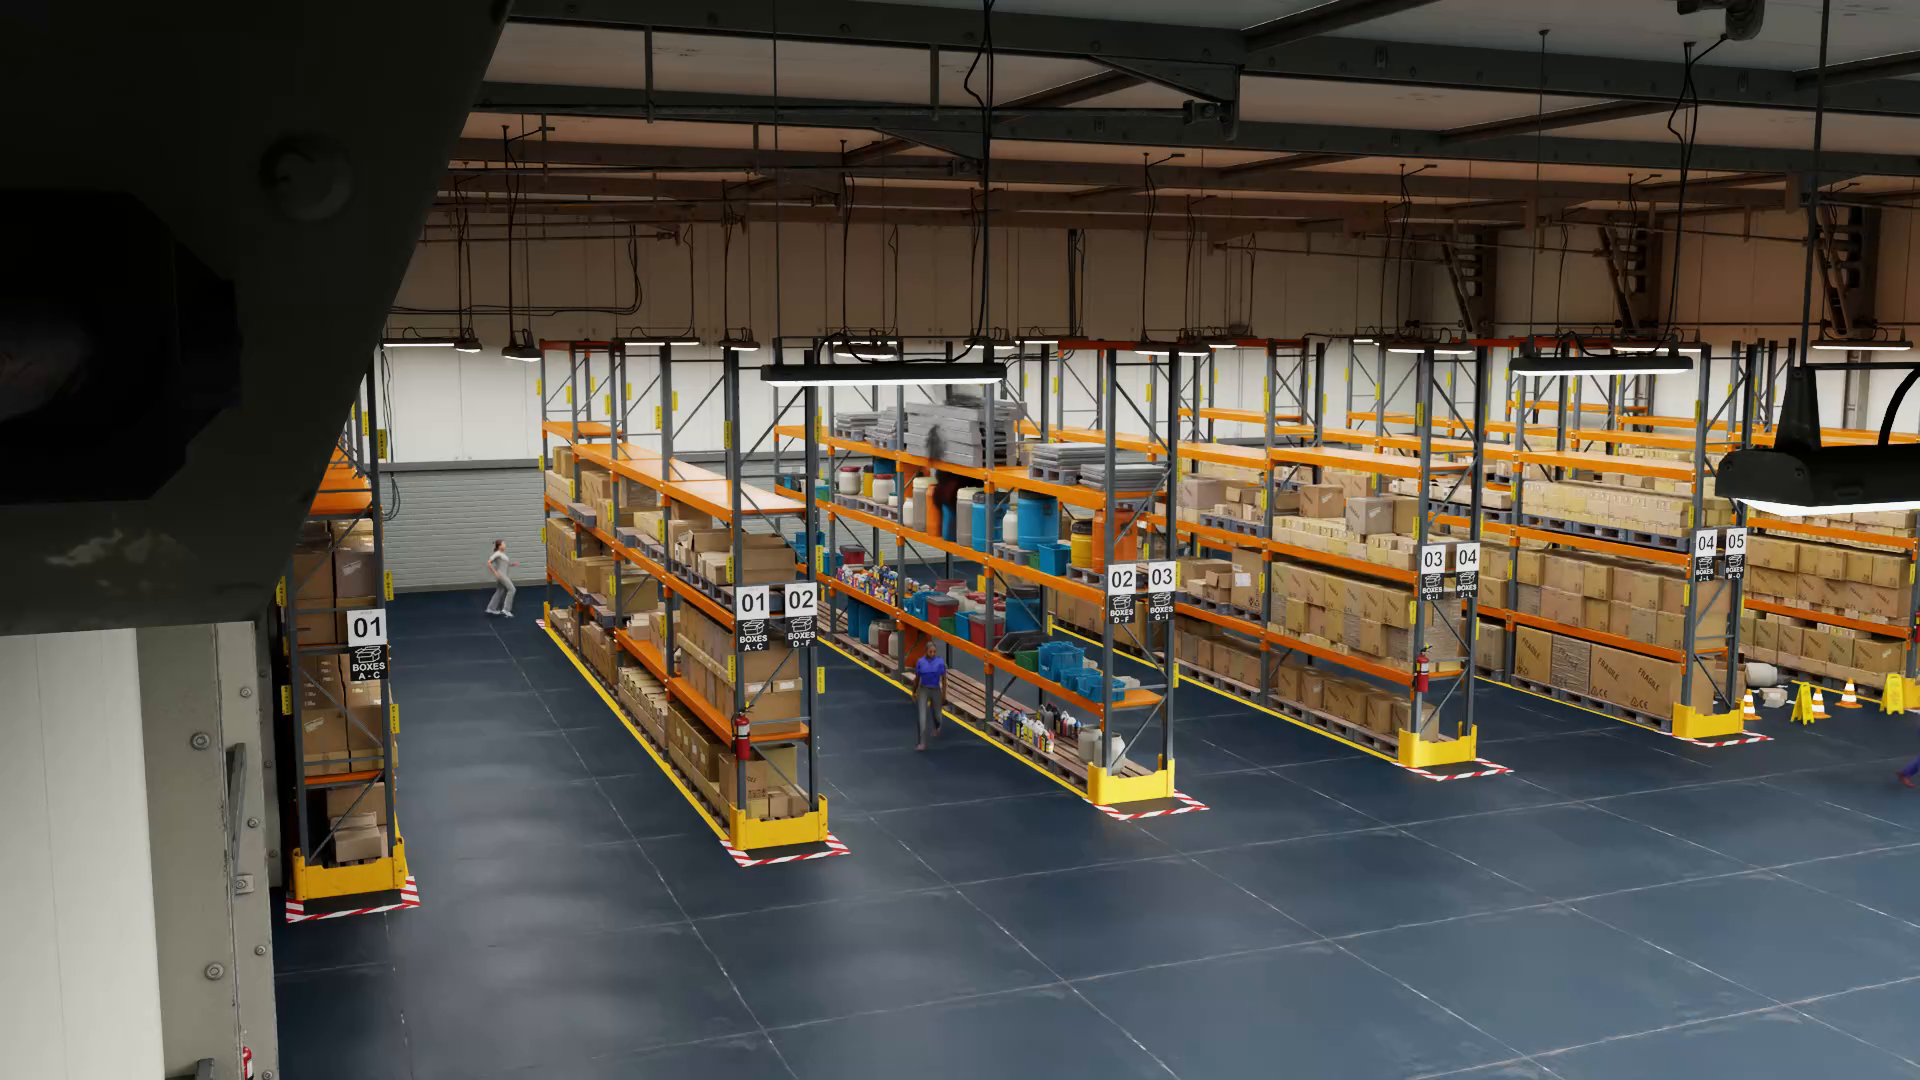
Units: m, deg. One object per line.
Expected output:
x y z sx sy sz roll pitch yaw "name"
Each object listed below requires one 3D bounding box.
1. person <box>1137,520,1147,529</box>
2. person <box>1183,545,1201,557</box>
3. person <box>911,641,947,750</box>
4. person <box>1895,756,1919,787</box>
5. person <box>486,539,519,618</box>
4.511 0.081 41.381 0.616 1.852 0.780 3 8 24 "person"
5.867 0.066 41.552 0.584 1.781 0.738 1 7 7 "person"
-0.464 2.285 24.881 0.538 1.605 0.751 0 7 2 "person"
13.219 2.674 22.460 0.963 1.612 0.648 4 9 29 "person"
-9.899 0.837 35.930 0.735 1.717 0.535 -1 7 -6 "person"
